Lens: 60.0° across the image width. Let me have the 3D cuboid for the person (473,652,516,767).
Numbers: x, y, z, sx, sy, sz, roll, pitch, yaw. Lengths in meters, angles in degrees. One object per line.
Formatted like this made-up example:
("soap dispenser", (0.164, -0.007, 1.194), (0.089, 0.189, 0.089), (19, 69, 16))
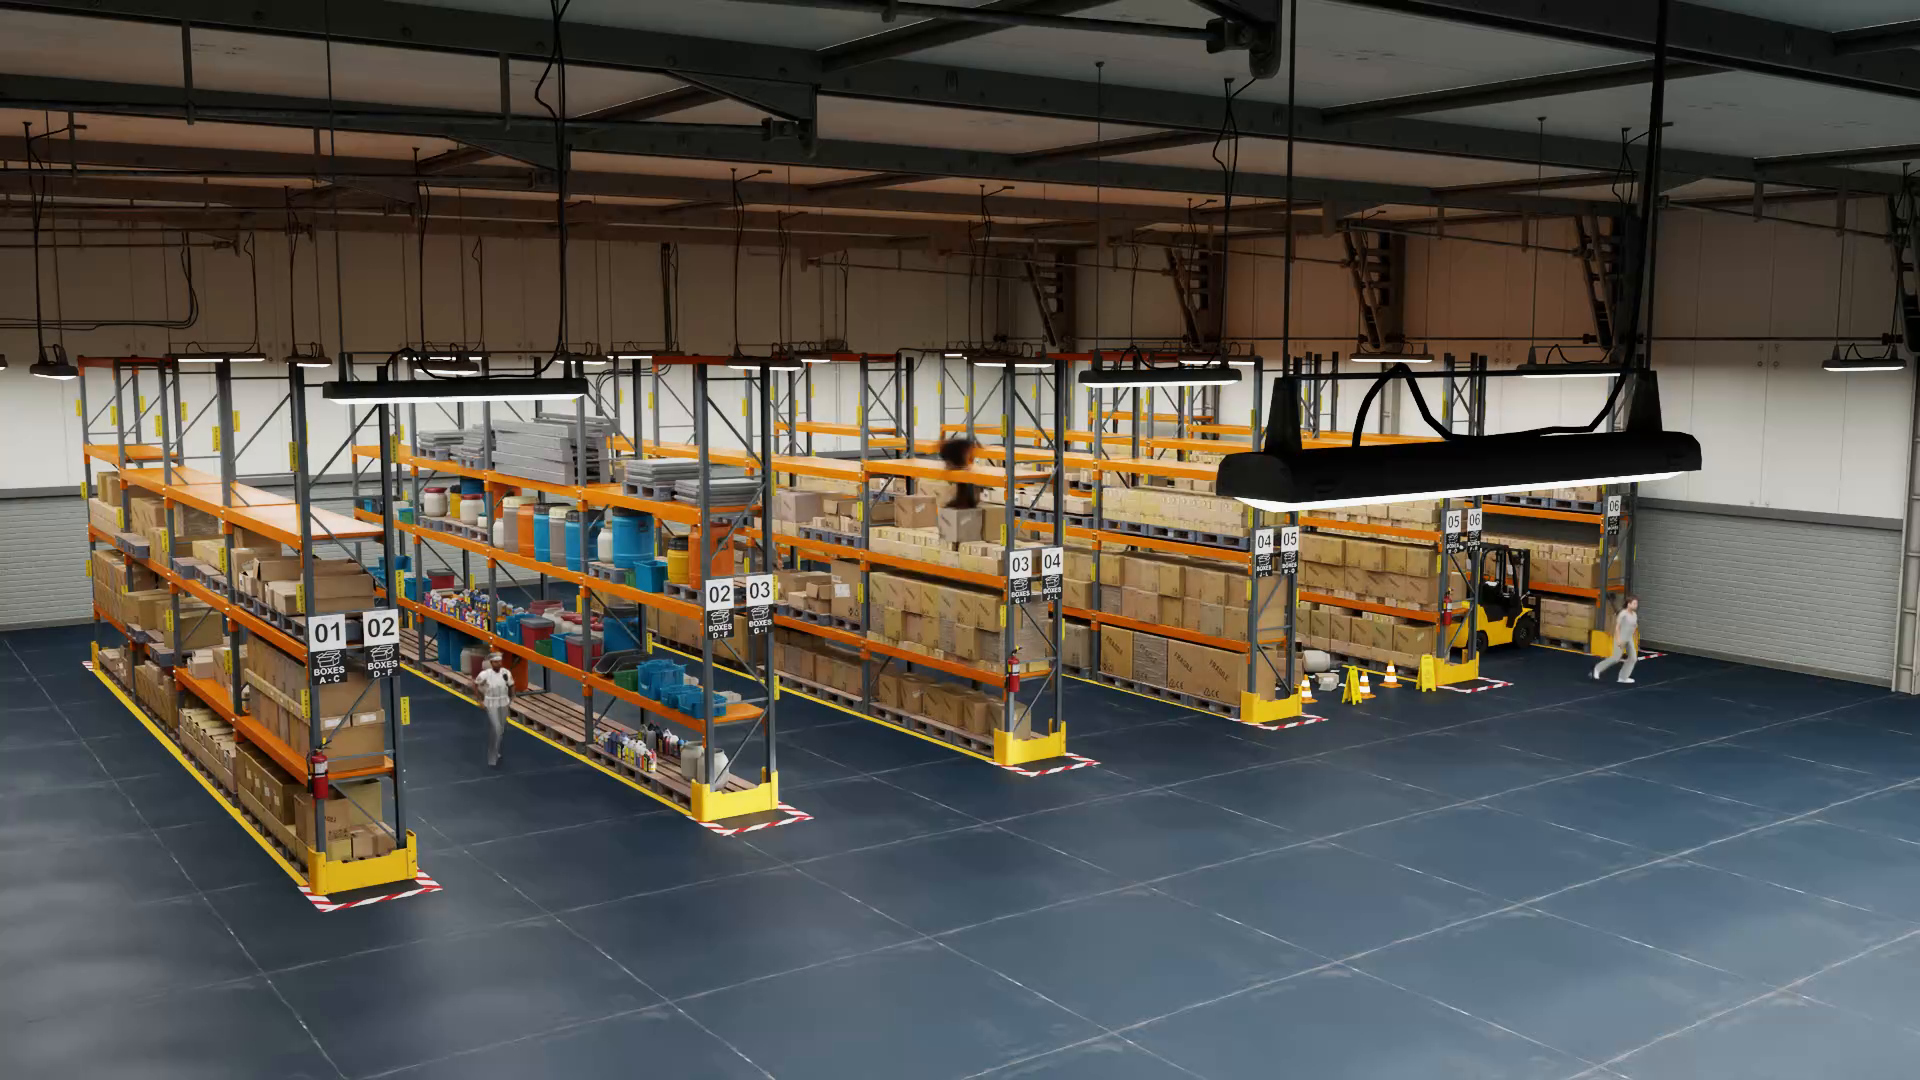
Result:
("person", (-6.897, 2.502, 24.789), (0.584, 1.732, 0.722), (-5, 9, -38))

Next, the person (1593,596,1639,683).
("person", (12.128, 1.818, 30.669), (0.692, 1.608, 0.652), (-4, 8, -31))

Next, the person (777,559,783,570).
("person", (-3.879, 1.257, 34.949), (0.721, 1.734, 0.727), (6, 9, 41))

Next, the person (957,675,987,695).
("person", (0.267, 1.909, 29.695), (0.810, 1.721, 0.702), (5, 8, 34))
